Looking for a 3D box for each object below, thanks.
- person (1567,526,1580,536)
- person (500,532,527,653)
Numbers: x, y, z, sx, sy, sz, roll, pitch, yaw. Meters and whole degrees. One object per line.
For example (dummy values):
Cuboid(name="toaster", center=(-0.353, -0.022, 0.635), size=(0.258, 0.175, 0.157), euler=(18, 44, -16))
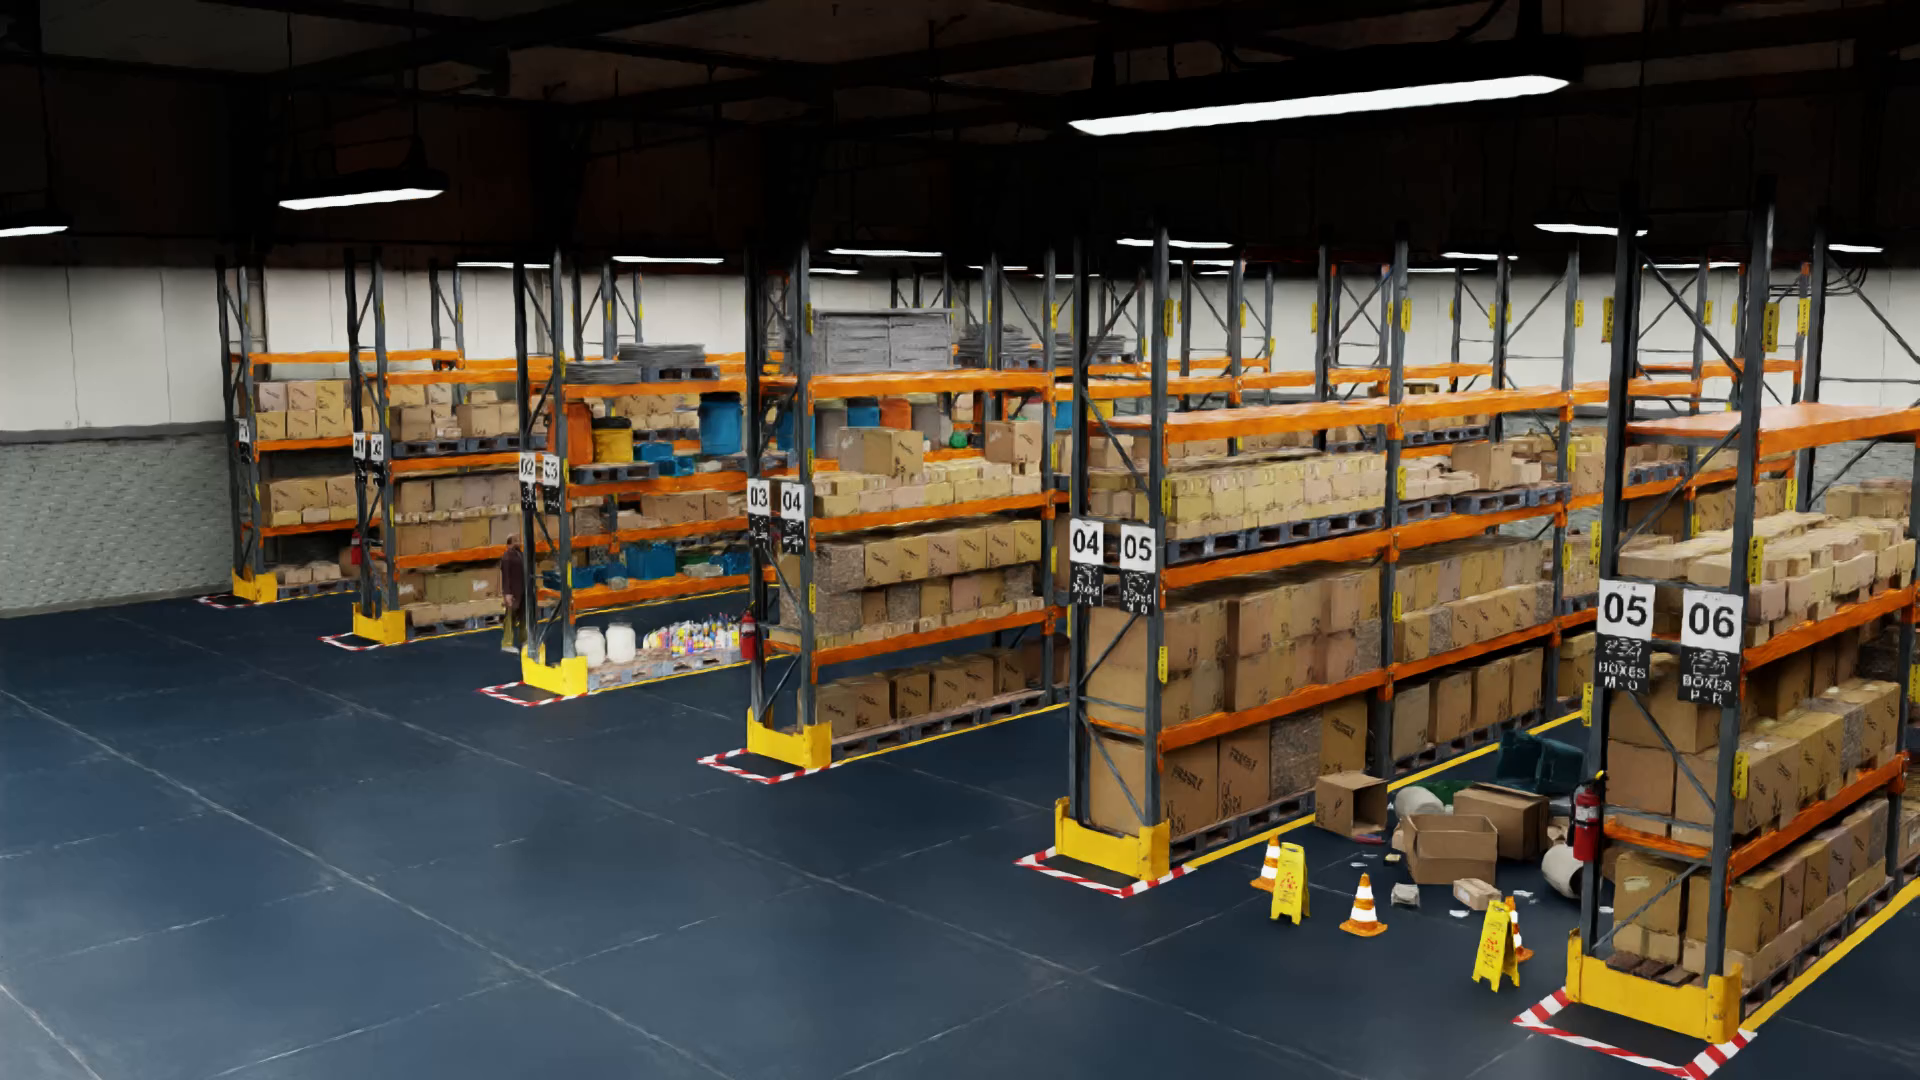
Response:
Cuboid(name="person", center=(10.145, 0.508, 27.532), size=(1.037, 1.517, 0.417), euler=(-7, 11, -42))
Cuboid(name="person", center=(-6.565, 0.767, 24.764), size=(0.514, 1.785, 0.638), euler=(2, 8, 16))
